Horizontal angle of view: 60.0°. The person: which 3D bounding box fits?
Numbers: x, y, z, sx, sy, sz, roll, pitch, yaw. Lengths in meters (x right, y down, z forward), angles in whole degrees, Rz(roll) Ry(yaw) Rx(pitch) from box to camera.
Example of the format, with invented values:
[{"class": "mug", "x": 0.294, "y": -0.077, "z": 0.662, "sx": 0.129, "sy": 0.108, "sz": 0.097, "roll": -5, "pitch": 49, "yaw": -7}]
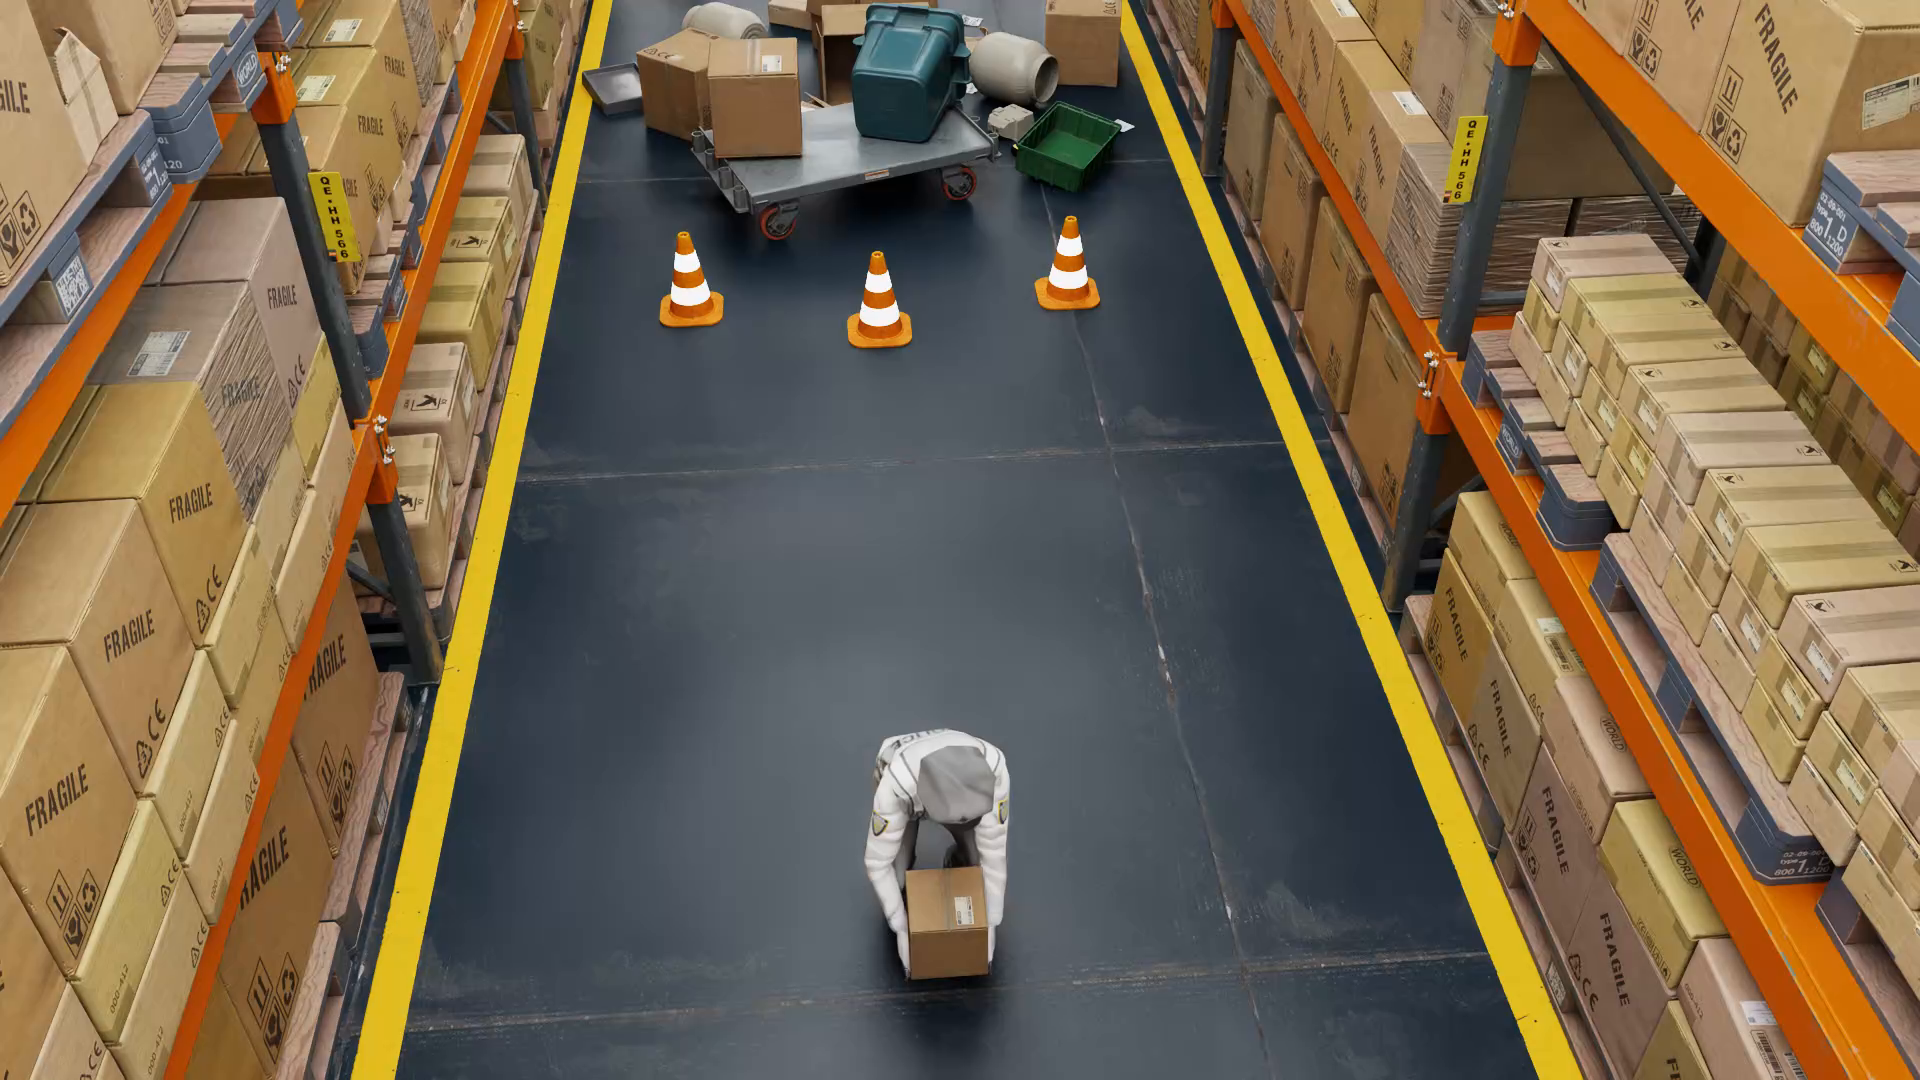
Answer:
[{"class": "person", "x": -0.084, "y": 0.931, "z": 5.582, "sx": 0.490, "sy": 0.969, "sz": 0.823, "roll": -4, "pitch": 39, "yaw": -4}]
